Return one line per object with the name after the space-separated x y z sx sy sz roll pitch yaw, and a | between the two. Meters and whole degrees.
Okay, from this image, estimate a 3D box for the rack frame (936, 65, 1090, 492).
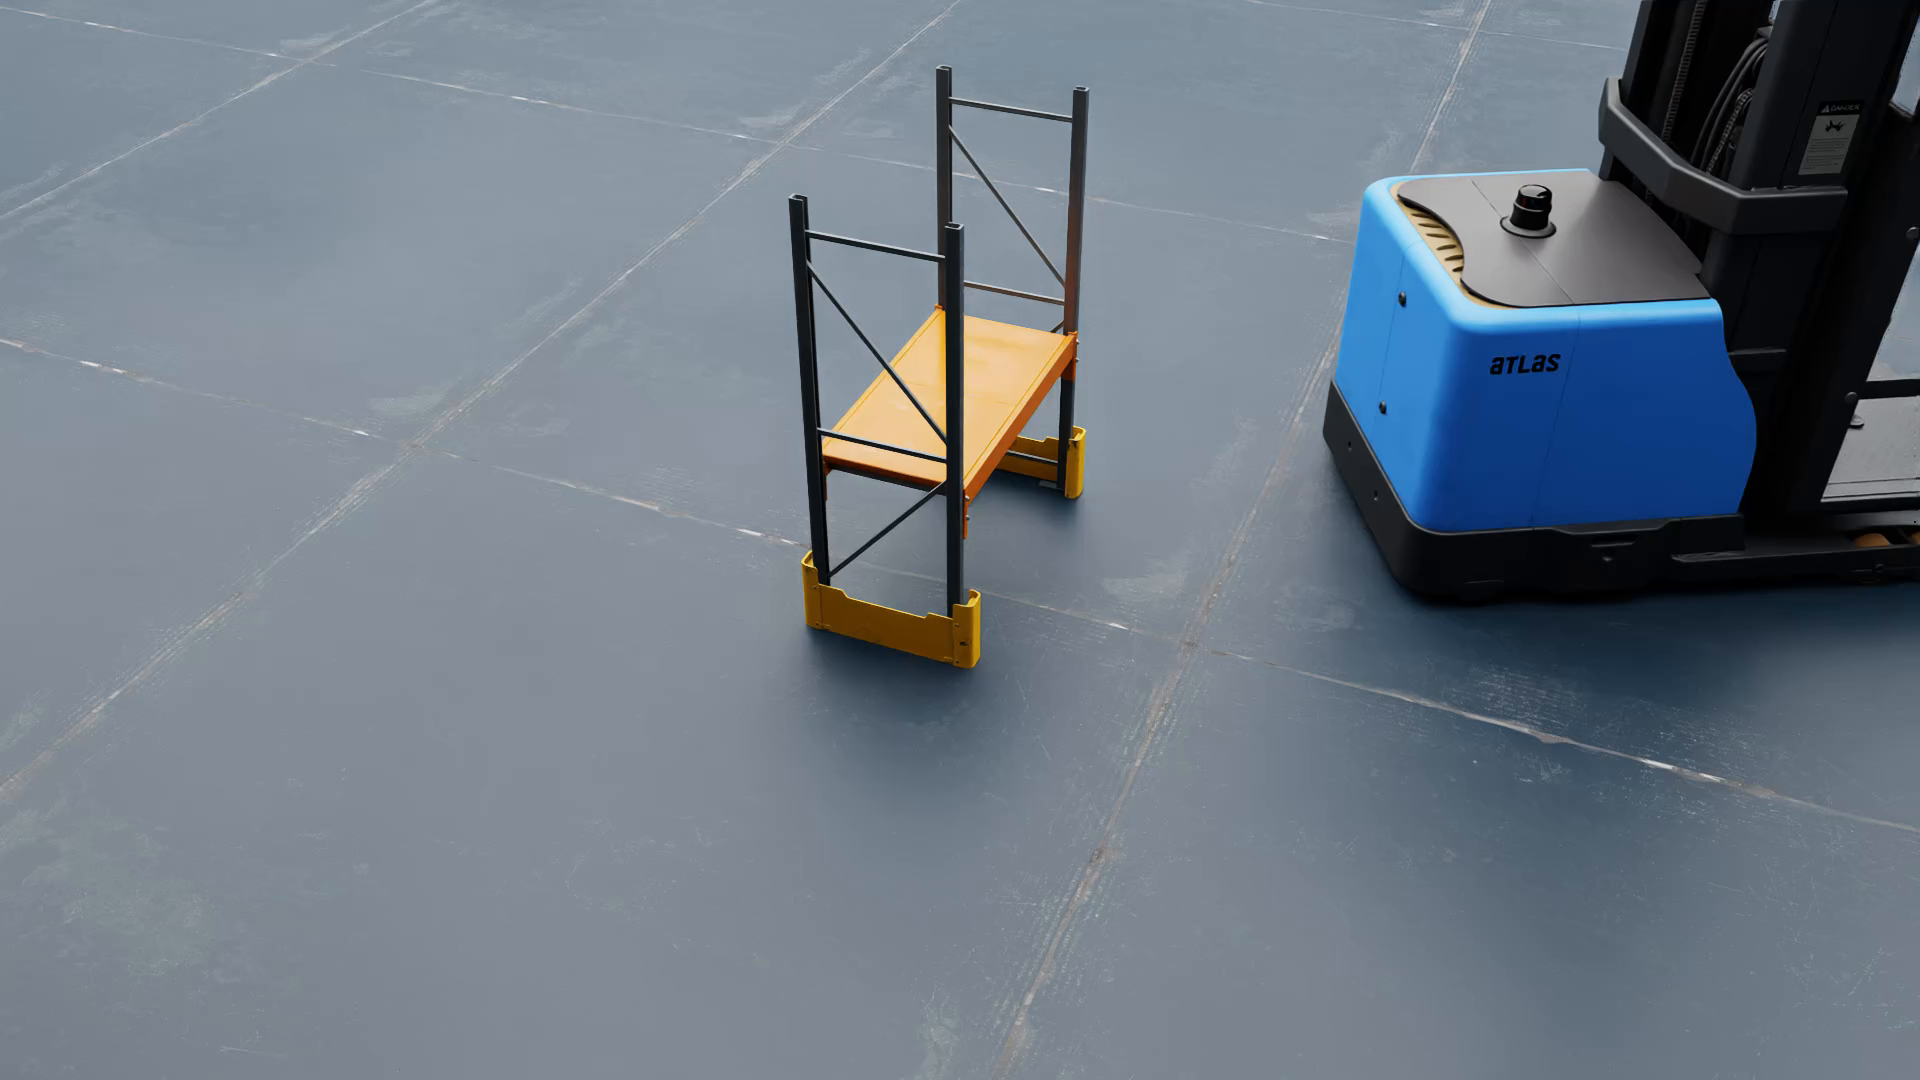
0.161 -0.835 5.614 0.500 1.500 0.032 14 39 18 | rack frame

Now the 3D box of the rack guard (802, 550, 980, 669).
-0.218 0.218 5.250 0.587 0.250 0.087 14 39 18 | rack guard

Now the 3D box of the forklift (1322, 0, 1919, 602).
2.892 -1.343 5.098 3.031 2.935 1.130 -4 37 -5 | forklift

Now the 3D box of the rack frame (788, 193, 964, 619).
-0.226 -0.272 4.861 0.500 1.500 0.032 14 39 18 | rack frame

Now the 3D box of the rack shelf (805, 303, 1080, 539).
-0.032 -0.409 5.345 0.538 0.185 1.000 14 39 18 | rack shelf

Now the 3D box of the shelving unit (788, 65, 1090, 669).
-0.029 -0.559 5.245 0.587 1.500 1.083 14 39 18 | shelving unit

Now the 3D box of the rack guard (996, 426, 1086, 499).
0.160 -0.334 5.988 0.587 0.250 0.087 14 39 18 | rack guard
